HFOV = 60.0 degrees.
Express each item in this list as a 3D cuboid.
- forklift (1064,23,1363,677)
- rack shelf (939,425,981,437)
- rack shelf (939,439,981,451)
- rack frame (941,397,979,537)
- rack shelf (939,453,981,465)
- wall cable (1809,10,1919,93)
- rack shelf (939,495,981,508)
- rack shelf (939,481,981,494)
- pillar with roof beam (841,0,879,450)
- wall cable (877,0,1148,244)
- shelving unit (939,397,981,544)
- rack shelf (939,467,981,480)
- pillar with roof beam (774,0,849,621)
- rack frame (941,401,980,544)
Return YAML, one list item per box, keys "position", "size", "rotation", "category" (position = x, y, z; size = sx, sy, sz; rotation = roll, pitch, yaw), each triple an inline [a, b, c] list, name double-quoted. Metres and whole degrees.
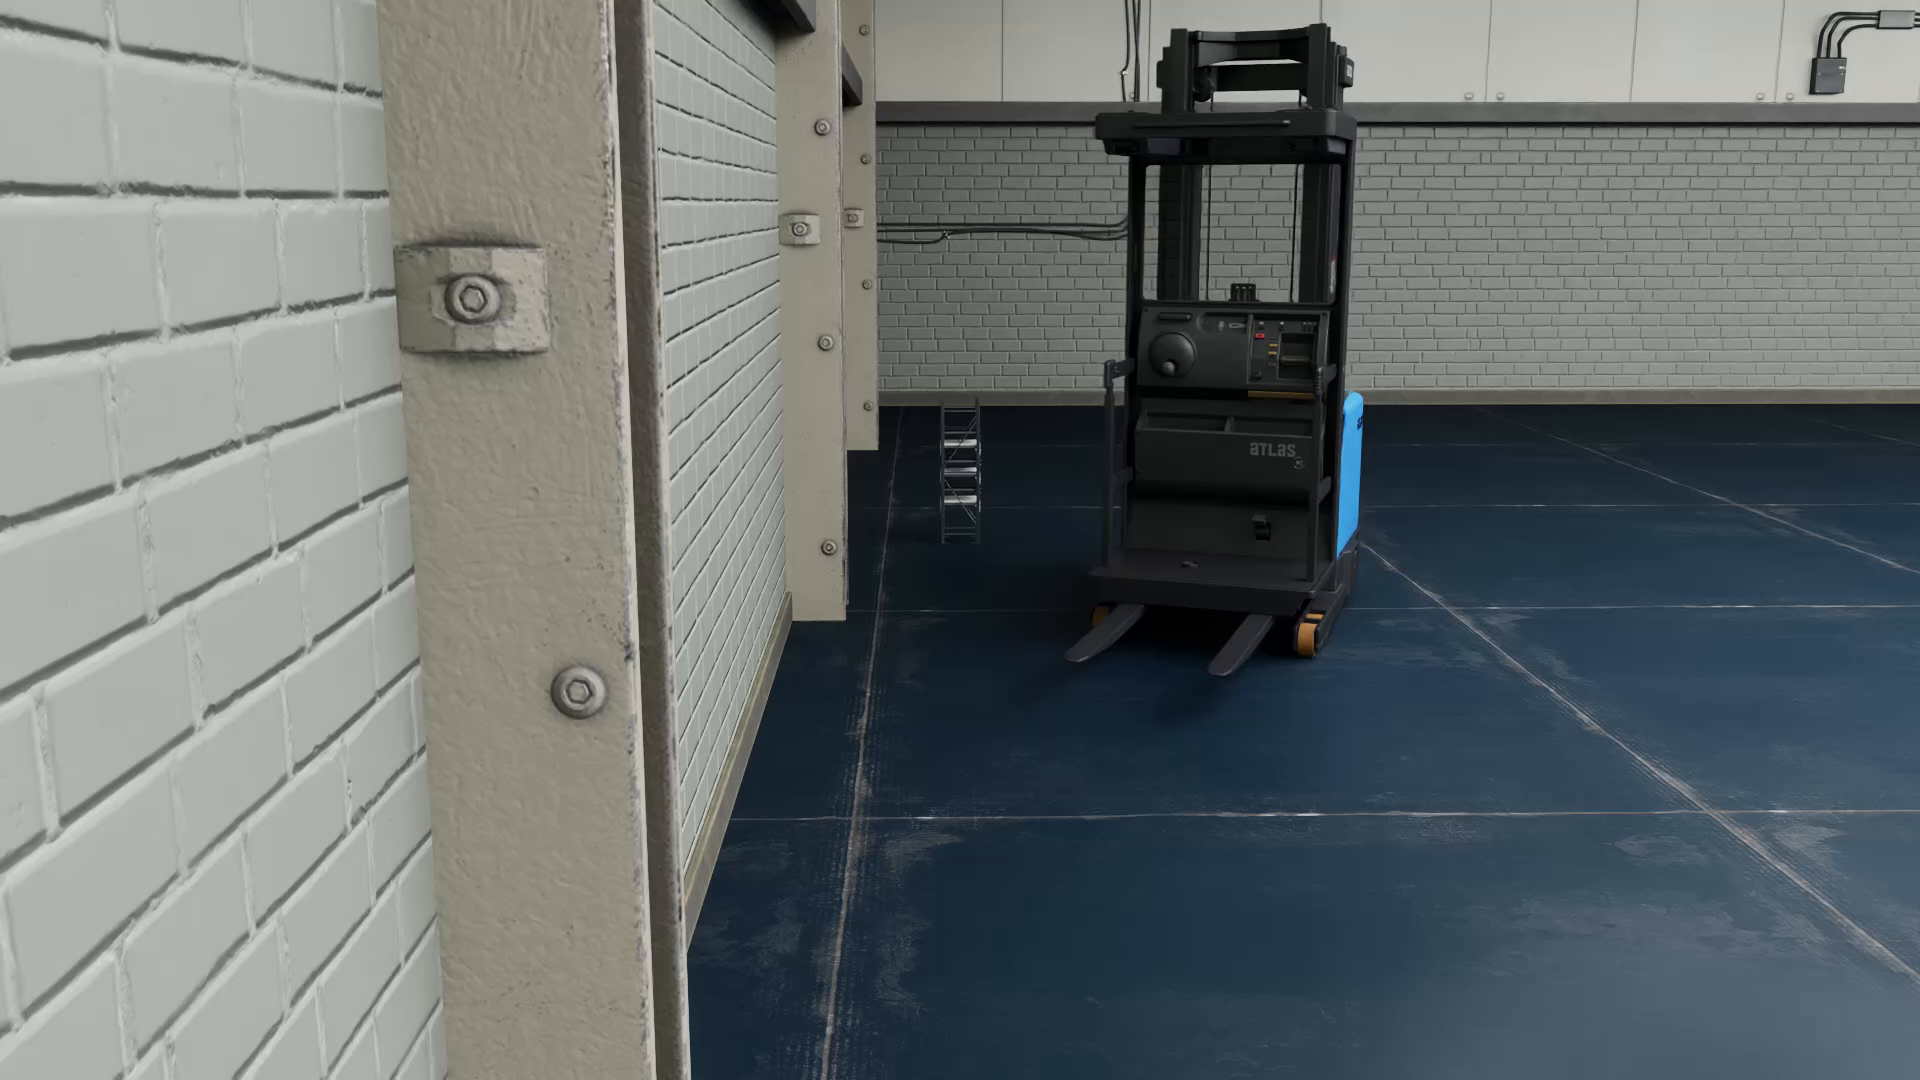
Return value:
- position: [1.270, -0.975, 7.992]
  size: [1.130, 2.935, 3.031]
  rotation: [4, 12, 20]
  category: "forklift"
- position: [0.000, -0.671, 10.415]
  size: [0.258, 0.077, 0.200]
  rotation: [0, 11, -1]
  category: "rack shelf"
- position: [0.000, -0.583, 10.433]
  size: [0.258, 0.077, 0.200]
  rotation: [0, 11, -1]
  category: "rack shelf"
- position: [-0.002, -0.460, 10.561]
  size: [0.240, 0.900, 0.006]
  rotation: [0, 11, -1]
  category: "rack frame"
- position: [0.000, -0.495, 10.450]
  size: [0.258, 0.077, 0.200]
  rotation: [0, 11, -1]
  category: "rack shelf"
- position: [9.883, -7.523, 16.455]
  size: [2.305, 6.003, 0.169]
  rotation: [0, 11, -1]
  category: "wall cable"
- position: [0.000, -0.230, 10.504]
  size: [0.258, 0.077, 0.200]
  rotation: [0, 11, -1]
  category: "rack shelf"
- position: [0.000, -0.319, 10.486]
  size: [0.258, 0.077, 0.200]
  rotation: [0, 11, -1]
  category: "rack shelf"
- position: [3.434, -5.247, 13.790]
  size: [9.100, 9.000, 0.400]
  rotation: [0, 11, -1]
  category: "pillar with roof beam"
- position: [0.391, -4.299, 16.925]
  size: [3.097, 2.526, 0.112]
  rotation: [0, 11, -1]
  category: "wall cable"
- position: [0.000, -0.439, 10.462]
  size: [0.258, 0.900, 0.210]
  rotation: [0, 11, -1]
  category: "shelving unit"
- position: [0.000, -0.407, 10.468]
  size: [0.258, 0.077, 0.200]
  rotation: [0, 11, -1]
  category: "rack shelf"
- position: [3.558, -4.054, 7.911]
  size: [9.100, 9.000, 0.400]
  rotation: [0, 11, -1]
  category: "pillar with roof beam"
- position: [0.002, -0.419, 10.362]
  size: [0.240, 0.900, 0.006]
  rotation: [0, 11, -1]
  category: "rack frame"
